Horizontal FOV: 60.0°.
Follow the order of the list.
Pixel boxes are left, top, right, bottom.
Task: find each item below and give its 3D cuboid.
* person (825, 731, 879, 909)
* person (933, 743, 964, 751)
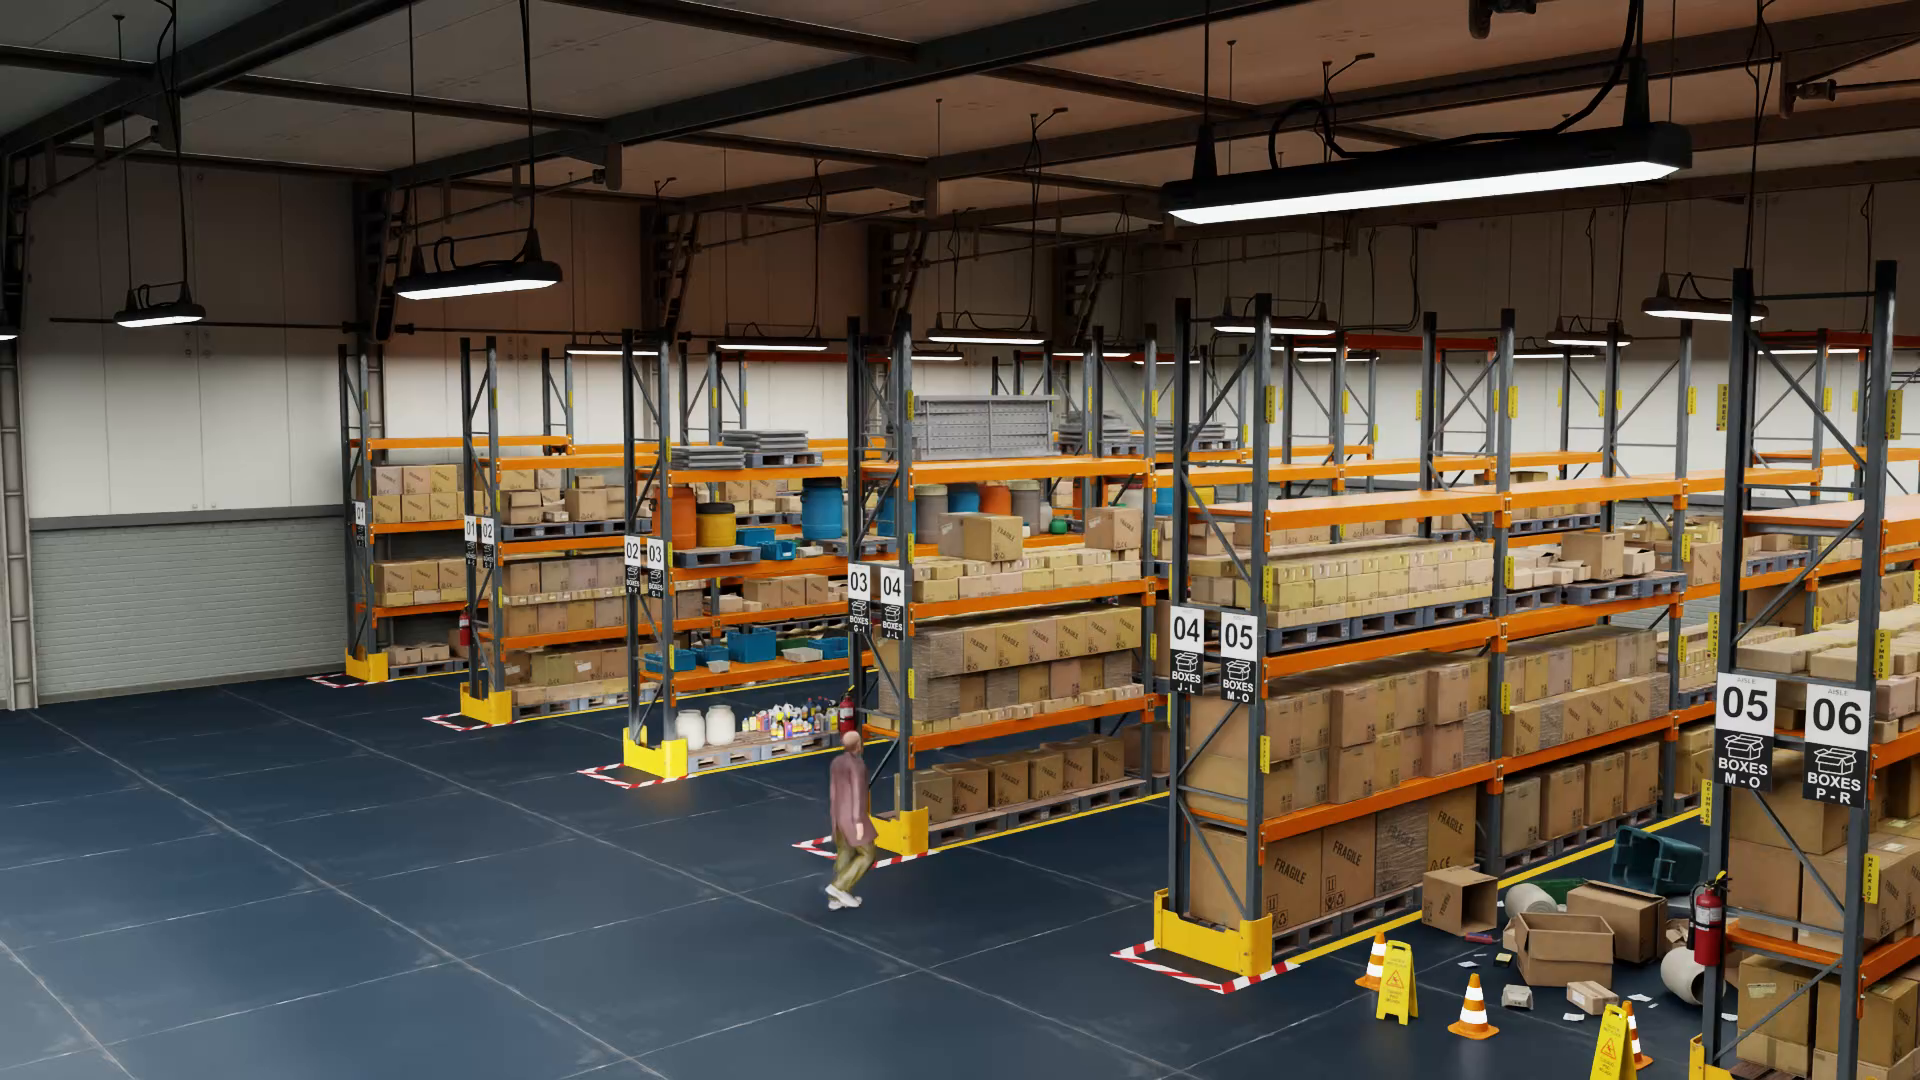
[{"bbox_3d":[-1.120,2.790,16.570,0.555,1.769,0.619,-3,6,-28],"label":"person"},{"bbox_3d":[-0.159,2.205,24.101,0.512,1.758,0.636,4,6,37],"label":"person"}]
